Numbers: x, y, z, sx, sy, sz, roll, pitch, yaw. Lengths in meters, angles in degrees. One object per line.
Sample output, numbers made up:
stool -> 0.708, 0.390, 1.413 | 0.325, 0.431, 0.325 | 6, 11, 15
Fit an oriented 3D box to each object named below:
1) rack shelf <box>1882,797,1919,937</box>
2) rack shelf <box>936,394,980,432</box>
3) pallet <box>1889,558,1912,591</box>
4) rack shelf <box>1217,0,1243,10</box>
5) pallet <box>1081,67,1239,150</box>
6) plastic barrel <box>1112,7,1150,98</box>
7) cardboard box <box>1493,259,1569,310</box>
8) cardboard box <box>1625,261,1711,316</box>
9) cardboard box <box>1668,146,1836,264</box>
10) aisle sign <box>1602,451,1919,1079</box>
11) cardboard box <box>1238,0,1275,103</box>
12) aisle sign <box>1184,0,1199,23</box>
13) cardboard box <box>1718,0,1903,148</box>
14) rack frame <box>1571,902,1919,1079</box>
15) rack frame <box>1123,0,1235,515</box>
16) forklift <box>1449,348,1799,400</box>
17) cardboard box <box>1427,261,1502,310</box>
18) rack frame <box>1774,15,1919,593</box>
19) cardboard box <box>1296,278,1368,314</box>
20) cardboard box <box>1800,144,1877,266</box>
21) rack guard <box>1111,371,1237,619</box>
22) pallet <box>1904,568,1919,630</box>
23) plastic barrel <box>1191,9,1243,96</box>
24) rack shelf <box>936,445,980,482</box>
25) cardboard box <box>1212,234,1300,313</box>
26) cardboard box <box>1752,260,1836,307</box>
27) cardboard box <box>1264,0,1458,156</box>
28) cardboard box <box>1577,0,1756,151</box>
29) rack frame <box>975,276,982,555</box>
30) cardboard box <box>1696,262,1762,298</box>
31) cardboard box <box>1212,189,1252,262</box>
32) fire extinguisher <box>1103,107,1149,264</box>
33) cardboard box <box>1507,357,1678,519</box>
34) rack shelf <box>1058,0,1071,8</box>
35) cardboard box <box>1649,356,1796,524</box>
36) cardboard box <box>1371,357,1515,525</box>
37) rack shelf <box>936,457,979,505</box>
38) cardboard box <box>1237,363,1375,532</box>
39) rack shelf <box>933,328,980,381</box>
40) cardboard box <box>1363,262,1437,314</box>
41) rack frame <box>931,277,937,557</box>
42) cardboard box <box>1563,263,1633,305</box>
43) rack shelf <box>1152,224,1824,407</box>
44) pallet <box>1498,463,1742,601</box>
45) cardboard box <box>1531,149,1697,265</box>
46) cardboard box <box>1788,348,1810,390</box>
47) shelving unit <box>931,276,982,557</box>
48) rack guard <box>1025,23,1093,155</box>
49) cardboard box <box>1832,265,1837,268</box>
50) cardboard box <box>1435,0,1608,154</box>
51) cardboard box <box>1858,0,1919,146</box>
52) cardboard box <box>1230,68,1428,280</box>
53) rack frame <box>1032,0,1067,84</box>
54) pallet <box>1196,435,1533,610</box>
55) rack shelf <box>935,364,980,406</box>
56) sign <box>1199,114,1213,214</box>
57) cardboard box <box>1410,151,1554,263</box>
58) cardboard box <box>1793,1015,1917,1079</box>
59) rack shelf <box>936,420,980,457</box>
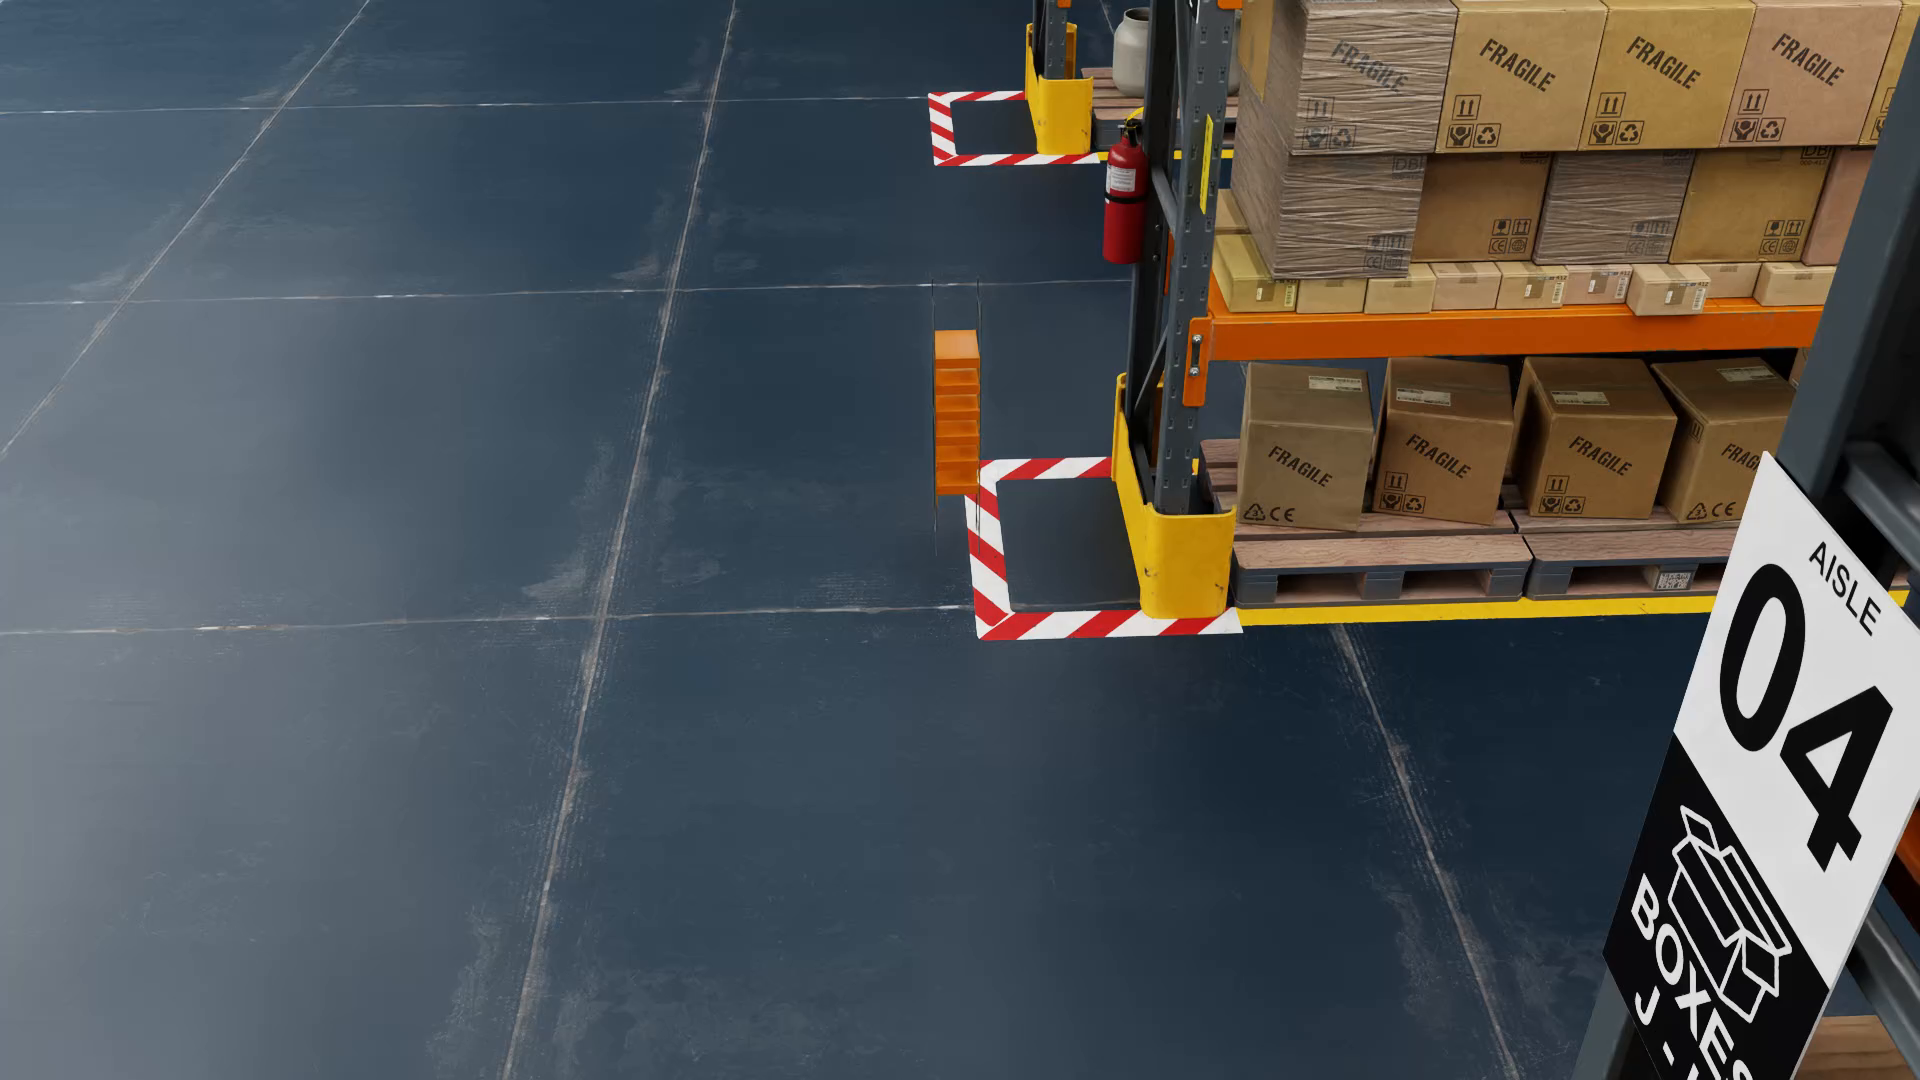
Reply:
rack shelf -> 2.952, 0.587, 1.762 | 4.000, 0.370, 1.077 | -2, 35, -2
rack shelf -> -0.015, -0.555, 6.865 | 0.180, 0.103, 0.258 | -2, 35, -2
pallet -> 4.146, -0.167, 7.305 | 1.213, 0.211, 1.003 | -2, 35, -2
rack shelf -> 2.818, -2.235, 5.840 | 4.000, 0.370, 1.077 | -2, 35, -2
pallet -> 1.471, -2.960, 11.342 | 1.213, 0.211, 1.003 | -2, 35, -2
plastic barrel -> 1.239, -3.270, 11.156 | 0.421, 0.512, 0.421 | 0, 35, 0
cardboard box -> 2.116, -1.028, 6.320 | 0.250, 0.149, 0.380 | -2, 35, -2
cardboard box -> 2.619, -0.998, 6.277 | 0.250, 0.149, 0.380 | -2, 35, -2
cardboard box -> 2.866, -1.484, 6.409 | 0.500, 0.500, 0.875 | -2, 35, -2
aisle sign -> 0.869, 0.341, 1.837 | 0.004, 0.787, 0.394 | -2, 35, -2
cardboard box -> 1.358, -1.973, 6.238 | 0.500, 0.500, 0.500 | -2, 35, -2
aisle sign -> 0.772, -2.140, 5.422 | 0.004, 0.787, 0.394 | -2, 35, -2
cardboard box -> 2.881, -1.719, 5.870 | 0.500, 0.500, 0.500 | -2, 35, -2
rack frame -> 0.954, 1.579, 2.333 | 0.127, 3.000, 1.000 | -2, 35, -2
rack frame -> 0.820, -1.244, 6.411 | 0.127, 3.000, 1.000 | -2, 35, -2
forklift -> 4.002, -2.195, 7.846 | 3.031, 2.935, 1.130 | -1, 35, -2
cardboard box -> 1.866, -1.025, 6.316 | 0.250, 0.149, 0.380 | -2, 35, -2
rack frame -> 0.954, -0.888, 0.626 | 0.127, 3.000, 1.000 | -2, 35, -2
cardboard box -> 1.367, -1.008, 6.292 | 0.250, 0.149, 0.380 | -2, 35, -2
cardboard box -> 3.367, -1.474, 6.394 | 0.500, 0.500, 0.875 | -2, 35, -2
rack guard -> 0.896, -0.218, 7.125 | 0.348, 0.500, 1.175 | -2, 35, -2
pallet -> 1.694, 0.356, 1.542 | 1.213, 0.211, 1.003 | -2, 35, -2
plastic barrel -> 1.740, -3.283, 11.176 | 0.421, 0.512, 0.421 | 0, 35, 0
rack shelf -> -0.015, -0.358, 7.002 | 0.180, 0.103, 0.258 | -2, 35, -2
cardboard box -> 1.116, -1.012, 6.298 | 0.250, 0.149, 0.380 | -2, 35, -2
cardboard box -> 3.116, -1.043, 6.342 | 0.250, 0.149, 0.380 | -2, 35, -2
cardboard box -> 1.382, -1.678, 5.811 | 0.500, 0.500, 0.500 | -2, 35, -2
cardboard box -> 2.382, -1.702, 5.845 | 0.500, 0.500, 0.500 | -2, 35, -2
rack frame -> 0.077, -0.496, 6.911 | 0.006, 1.200, 0.240 | -2, 35, -2
cardboard box -> 2.862, -1.080, 6.395 | 0.250, 0.149, 0.380 | -2, 35, -2
cardboard box -> 1.095, -1.265, 6.663 | 0.250, 0.149, 0.380 | -2, 35, -2
fire extinguisher -> 0.684, -1.471, 6.807 | 0.183, 0.674, 0.296 | -2, 35, -2
cardboard box -> 2.666, -0.437, 7.074 | 0.500, 0.500, 0.500 | 2, 35, 2
rack shelf -> 2.583, -3.817, 10.762 | 4.000, 0.370, 1.077 | -2, 35, -2
cardboard box -> 3.226, -0.427, 7.059 | 0.500, 0.500, 0.500 | -4, 35, -6
cardboard box -> 2.040, -0.431, 7.065 | 0.500, 0.500, 0.500 | 7, 35, 10
rack shelf -> -0.015, -0.259, 7.070 | 0.180, 0.103, 0.258 | -2, 35, -2
cardboard box -> 1.445, -0.396, 7.013 | 0.500, 0.500, 0.500 | 5, 35, 7
rack shelf -> -0.015, -0.752, 6.728 | 0.180, 0.103, 0.258 | -2, 35, -2
cardboard box -> 1.617, -1.007, 6.289 | 0.250, 0.149, 0.380 | -2, 35, -2
rack frame -> -0.106, -0.491, 6.904 | 0.006, 1.200, 0.240 | -2, 35, -2
cardboard box -> 2.364, -1.050, 6.352 | 0.250, 0.149, 0.380 | -2, 35, -2
rack shelf -> 2.818, -1.002, 6.694 | 4.000, 0.370, 1.077 | -2, 35, -2
pallet -> 2.925, -0.132, 7.255 | 1.213, 0.211, 1.003 | -2, 35, -2
cardboard box -> 2.366, -1.477, 6.399 | 0.500, 0.500, 0.875 | -2, 35, -2
cardboard box -> 3.842, -0.488, 7.147 | 0.500, 0.500, 0.500 | 9, 36, 13
shelving unit -> -0.015, -0.493, 6.908 | 0.189, 1.200, 0.258 | -2, 35, -2
rack guard -> 0.659, -3.060, 11.232 | 0.348, 0.500, 1.175 | -2, 35, -2
cardboard box -> 3.364, -1.070, 6.381 | 0.250, 0.149, 0.380 | -2, 35, -2
cardboard box -> 1.882, -1.688, 5.825 | 0.500, 0.500, 0.500 | -2, 35, -2
cardboard box -> 3.380, -1.730, 5.886 | 0.500, 0.500, 0.500 | -2, 35, -2
cardboard box -> 1.371, -1.406, 6.297 | 0.500, 0.500, 0.875 | -2, 35, -2
rack frame -> 0.586, -4.059, 10.479 | 0.127, 3.000, 1.000 | -2, 35, -2
pallet -> 1.709, -0.101, 7.210 | 1.213, 0.211, 1.003 | -2, 35, -2
rack shelf -> -0.015, -0.654, 6.797 | 0.180, 0.103, 0.258 | -2, 35, -2
sign -> 0.846, -1.291, 5.719 | 0.005, 0.325, 0.100 | -2, 35, -2
cardboard box -> 1.865, -1.488, 6.415 | 0.500, 0.500, 0.875 | -2, 35, -2
cardboard box -> 1.326, 1.085, 1.966 | 0.550, 0.550, 0.875 | -2, 35, -2
rack shelf -> -0.015, -0.456, 6.933 | 0.180, 0.103, 0.258 | -2, 35, -2
